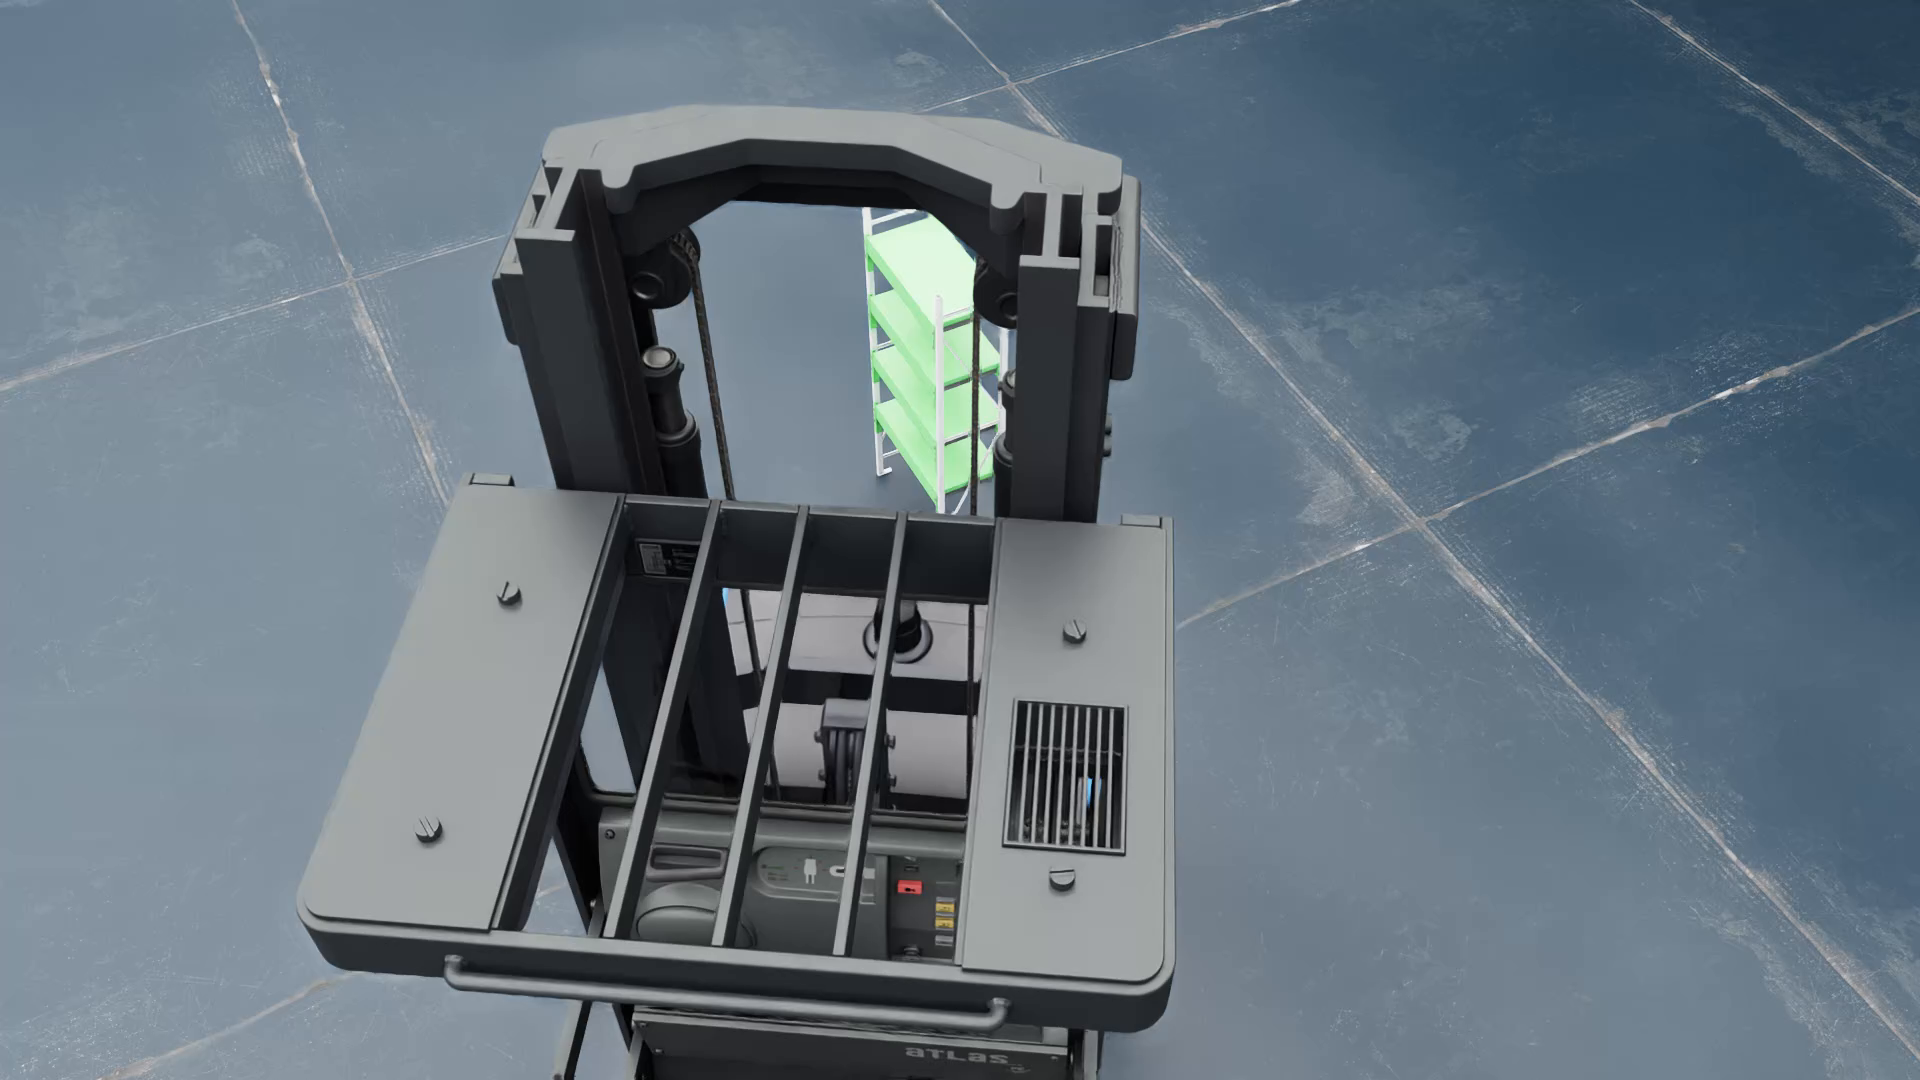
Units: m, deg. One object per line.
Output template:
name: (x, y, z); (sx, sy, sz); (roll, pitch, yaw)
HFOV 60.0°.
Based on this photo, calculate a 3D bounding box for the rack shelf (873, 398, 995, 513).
rack shelf: (-0.076, -0.306, 5.624); (0.258, 0.148, 0.480); (-21, 52, -18)

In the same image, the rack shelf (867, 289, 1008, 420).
rack shelf: (-0.076, -0.622, 5.263); (0.258, 0.148, 0.480); (-21, 52, -18)

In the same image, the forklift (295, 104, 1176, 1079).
forklift: (-0.246, 0.836, 3.071); (1.130, 2.935, 3.031); (4, 49, 3)

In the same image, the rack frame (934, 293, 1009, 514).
rack frame: (0.036, -0.342, 5.252); (0.240, 1.200, 0.015); (-21, 52, -18)

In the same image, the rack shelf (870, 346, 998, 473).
rack shelf: (-0.076, -0.464, 5.443); (0.258, 0.148, 0.480); (-21, 52, -18)

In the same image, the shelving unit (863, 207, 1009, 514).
shelving unit: (-0.076, -0.506, 5.395); (0.258, 1.200, 0.503); (-21, 52, -18)

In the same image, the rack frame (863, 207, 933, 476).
rack frame: (-0.187, -0.669, 5.538); (0.240, 1.200, 0.015); (-21, 52, -18)

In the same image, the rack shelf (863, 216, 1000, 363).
rack shelf: (-0.076, -0.780, 5.082); (0.258, 0.148, 0.480); (-21, 52, -18)
